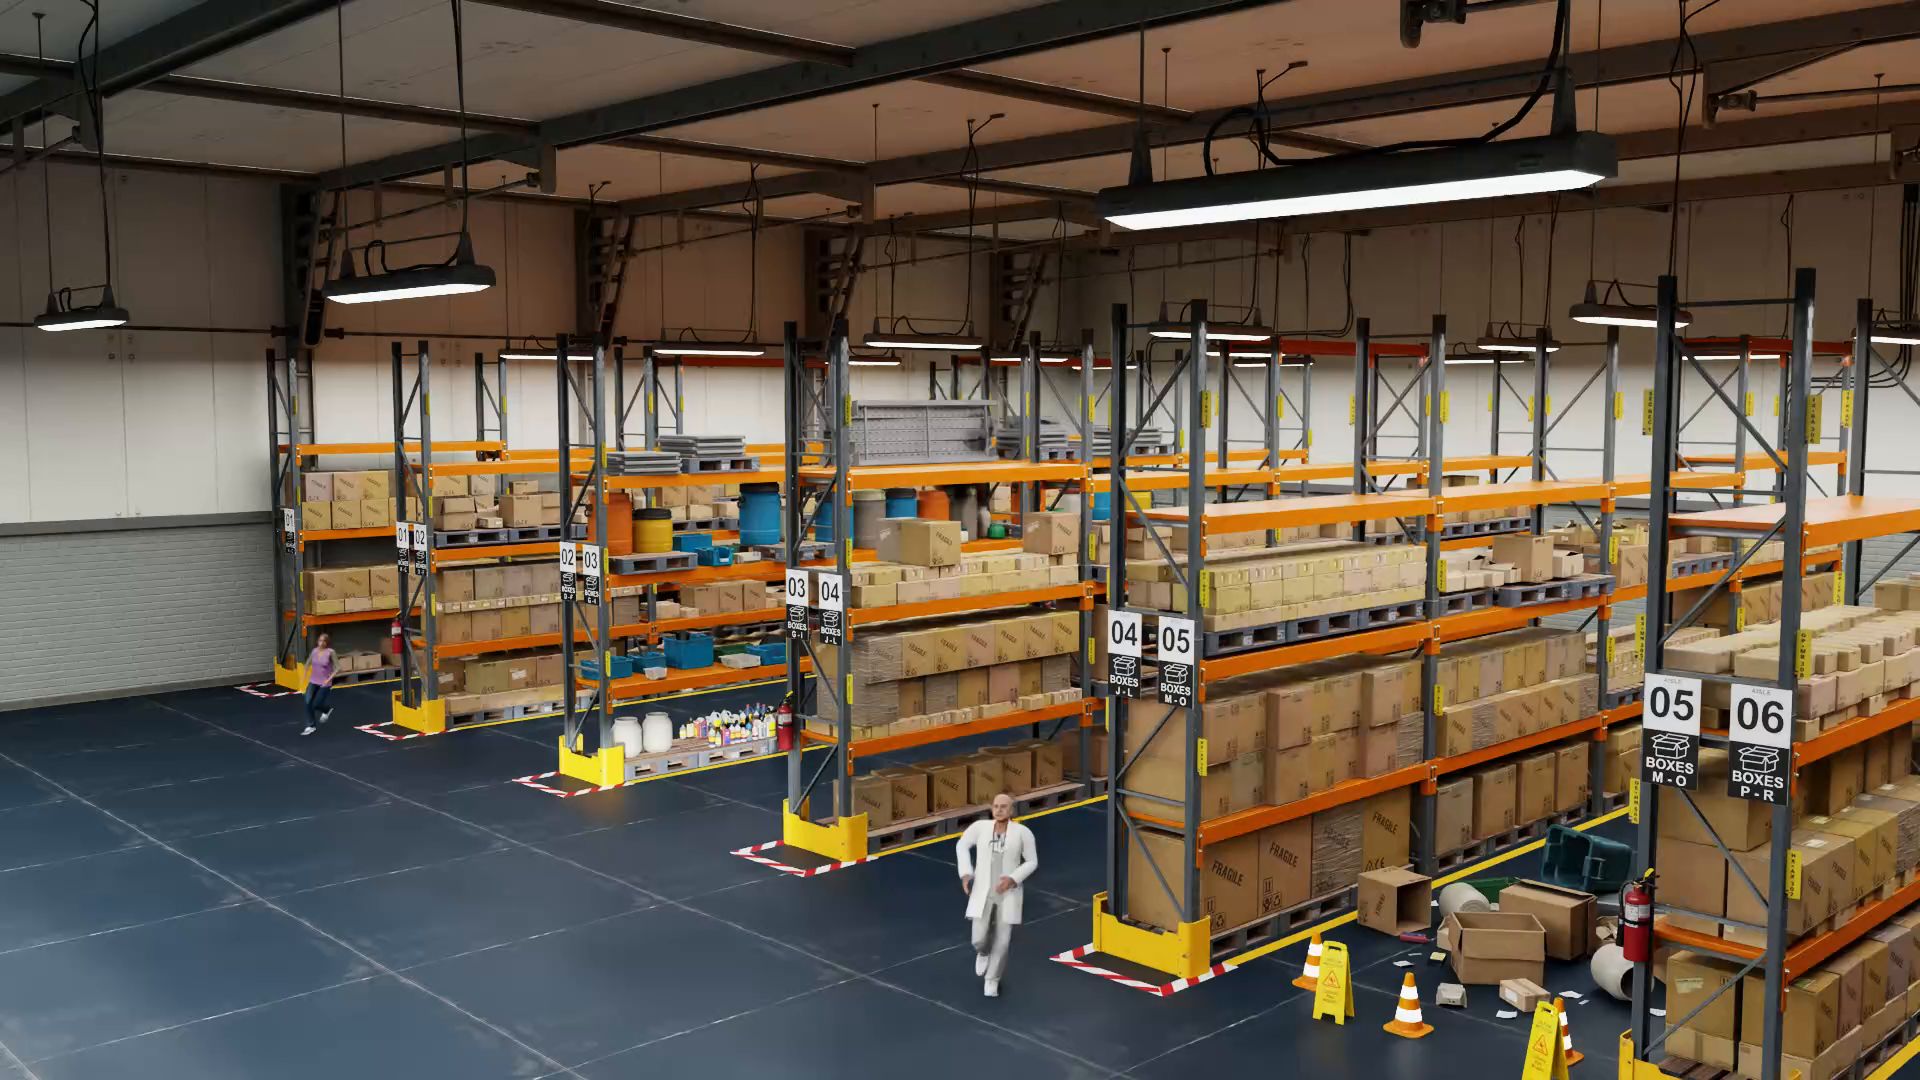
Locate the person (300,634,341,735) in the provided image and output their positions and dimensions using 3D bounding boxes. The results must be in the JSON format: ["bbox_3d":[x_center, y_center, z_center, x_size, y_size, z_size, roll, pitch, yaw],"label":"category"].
[{"bbox_3d":[-9.803,2.198,25.571,0.582,1.544,0.573,1,5,7],"label":"person"}]

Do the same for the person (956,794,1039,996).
[{"bbox_3d":[0.316,3.064,14.426,0.727,1.731,0.587,0,5,4],"label":"person"}]

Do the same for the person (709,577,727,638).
[{"bbox_3d":[-4.625,1.569,31.793,0.779,1.779,0.637,-5,7,-43],"label":"person"}]
